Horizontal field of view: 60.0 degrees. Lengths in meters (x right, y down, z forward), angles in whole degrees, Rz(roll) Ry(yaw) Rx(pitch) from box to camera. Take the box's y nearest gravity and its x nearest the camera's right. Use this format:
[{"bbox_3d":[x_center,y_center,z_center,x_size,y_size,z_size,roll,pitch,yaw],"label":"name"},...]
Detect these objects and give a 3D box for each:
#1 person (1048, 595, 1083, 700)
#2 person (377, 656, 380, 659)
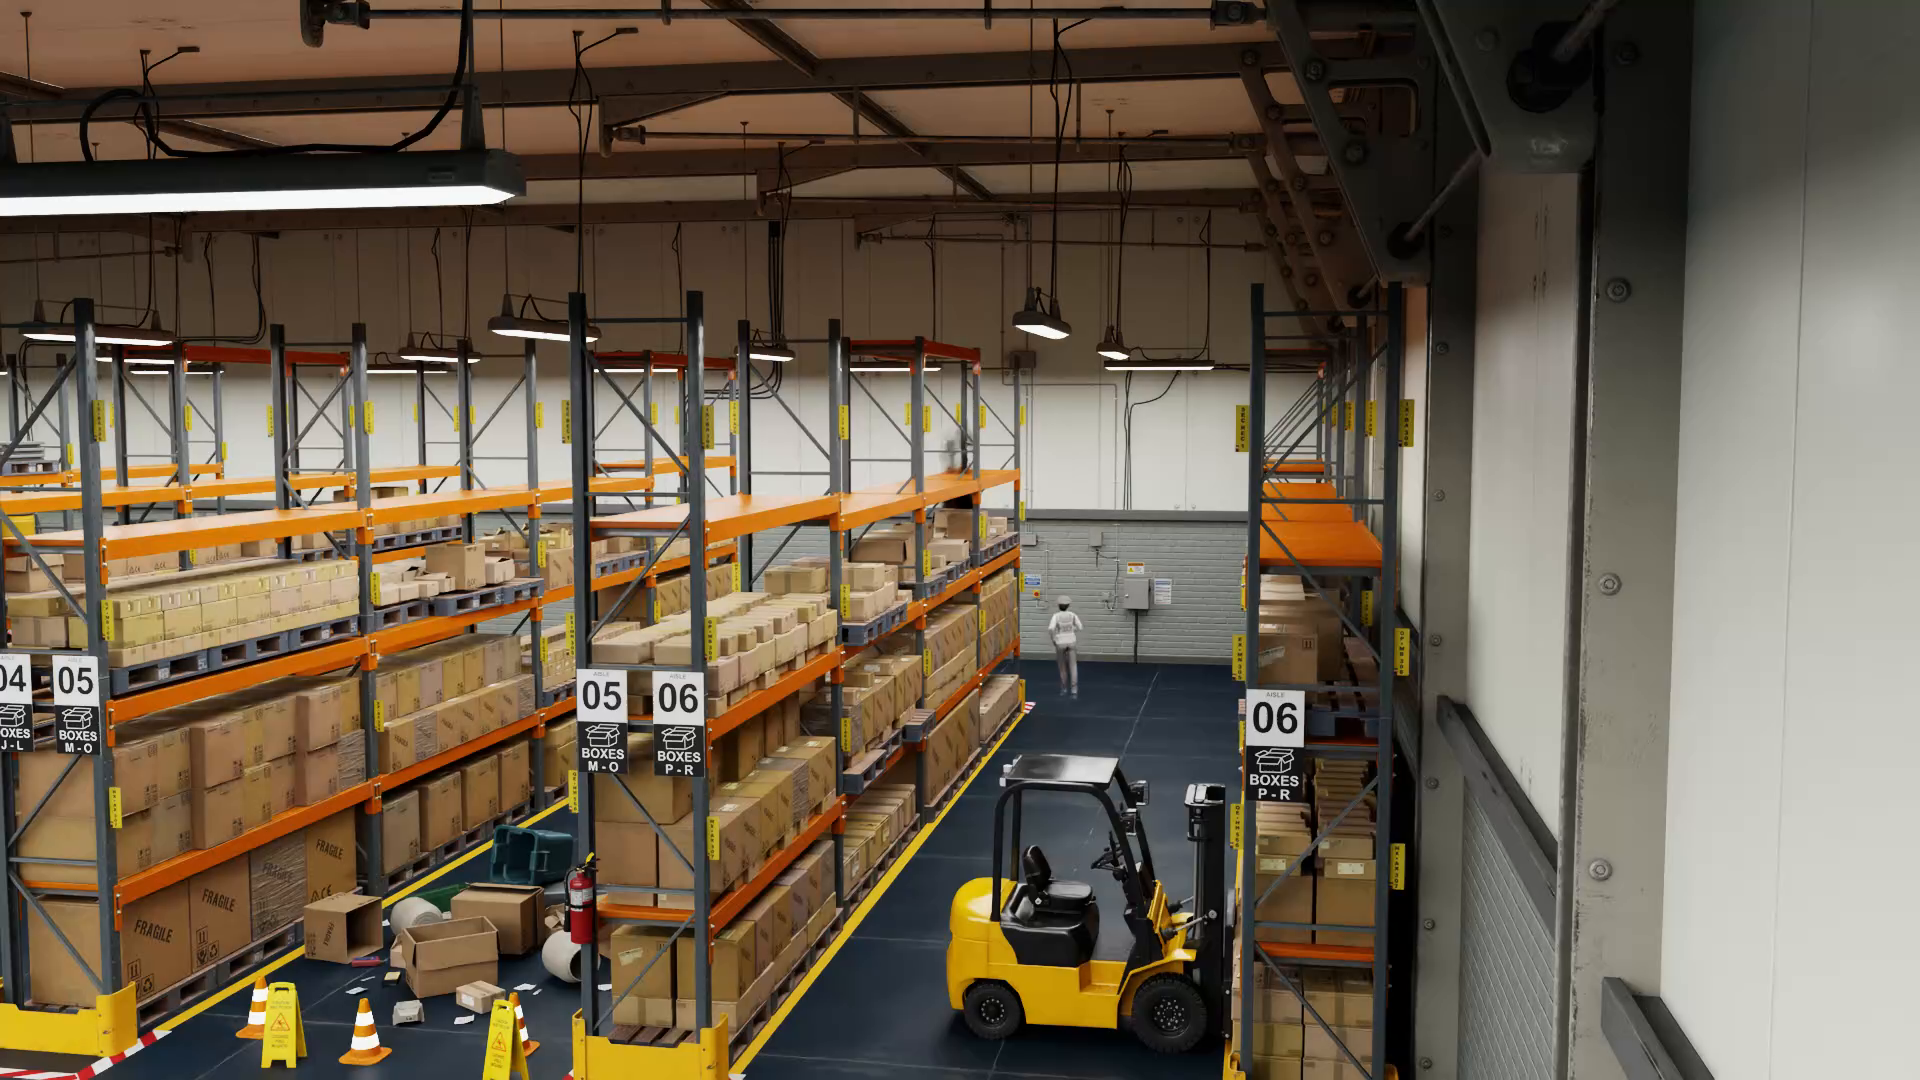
[{"bbox_3d":[1.745,1.788,27.727,0.621,1.731,0.767,0,5,-5],"label":"person"},{"bbox_3d":[-8.004,2.431,22.773,0.702,1.747,0.953,0,5,1],"label":"person"}]
